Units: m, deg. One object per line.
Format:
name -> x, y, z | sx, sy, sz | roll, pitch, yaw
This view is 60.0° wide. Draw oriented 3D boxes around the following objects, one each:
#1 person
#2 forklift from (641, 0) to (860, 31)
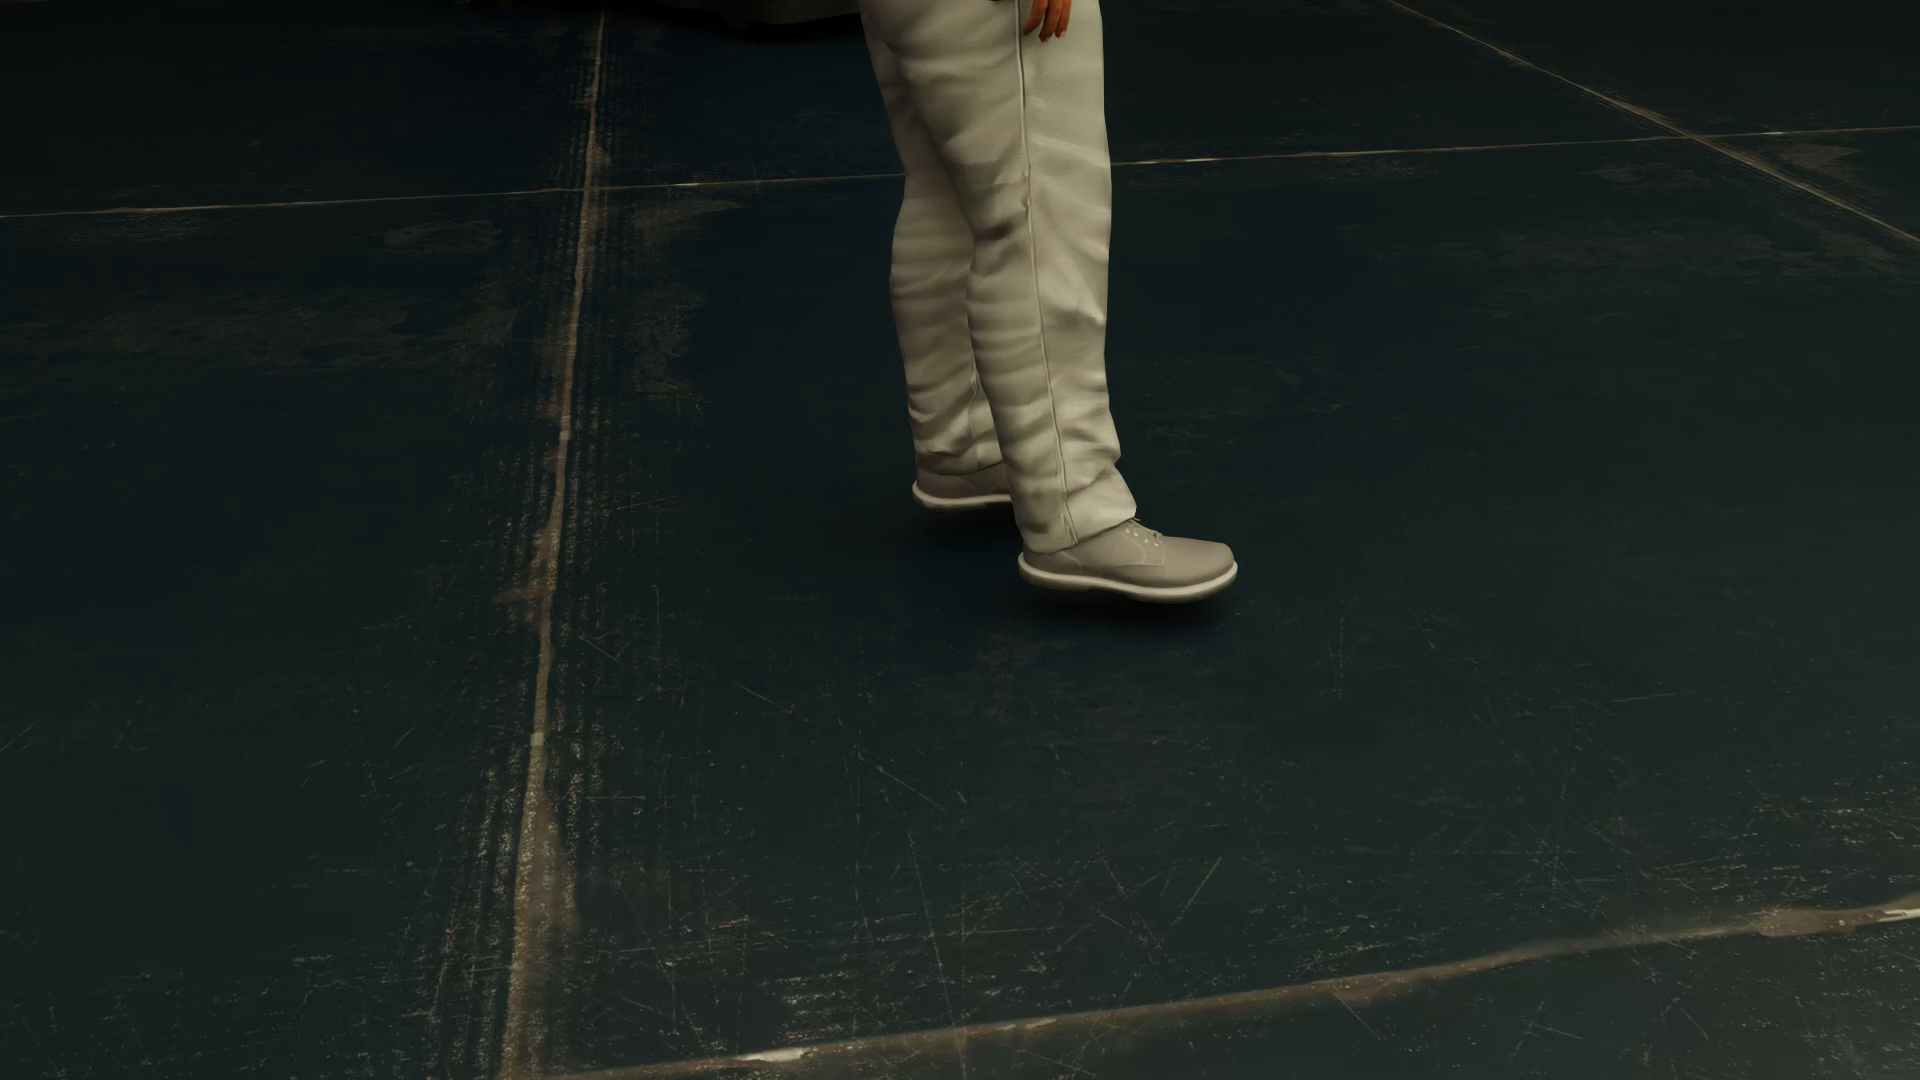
person -> 0.079, -0.773, 2.079 | 0.529, 1.670, 0.598 | -5, 28, -9
forklift -> -1.311, -3.636, 6.227 | 1.130, 2.935, 3.031 | -25, 37, -39
